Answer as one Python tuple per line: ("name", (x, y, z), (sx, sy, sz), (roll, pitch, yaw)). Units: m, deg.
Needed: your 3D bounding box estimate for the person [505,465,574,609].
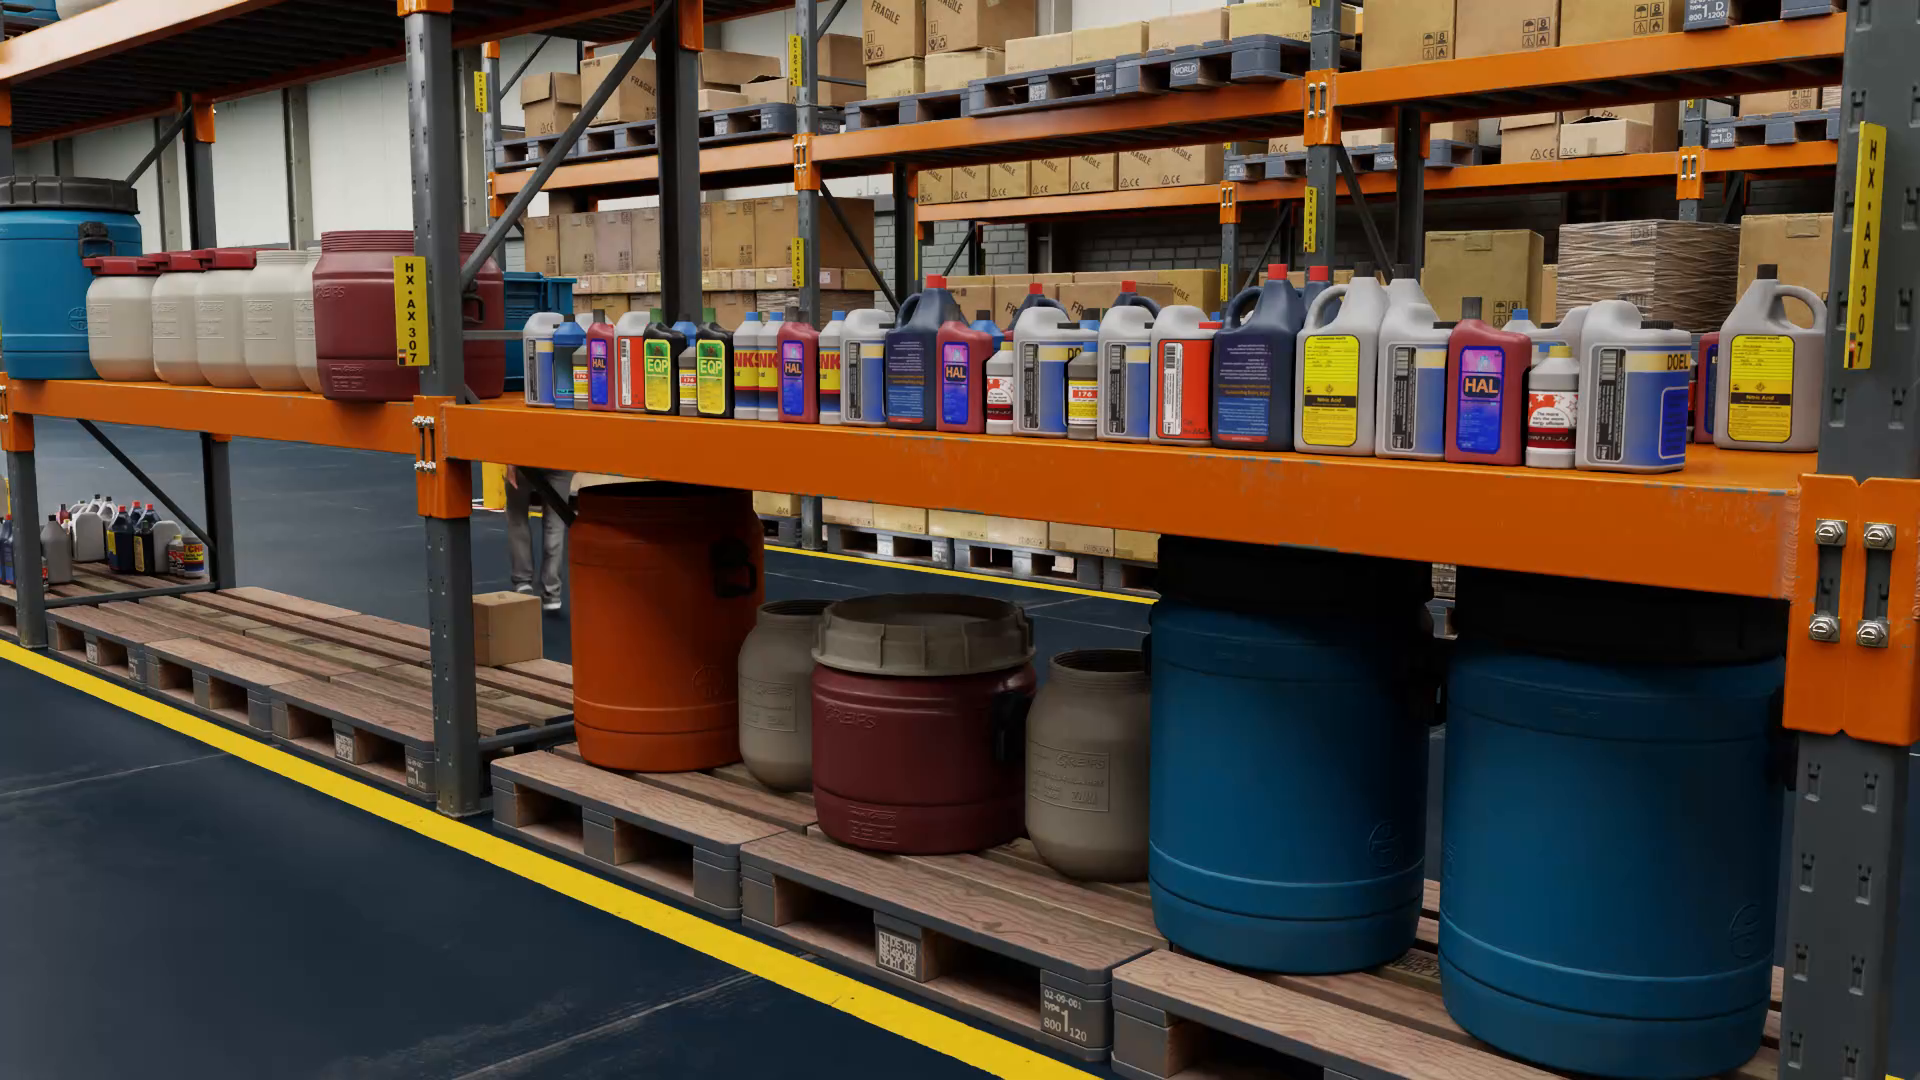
("person", (-2.256, -0.395, 8.940), (0.415, 1.639, 0.476), (-2, 8, -18))
